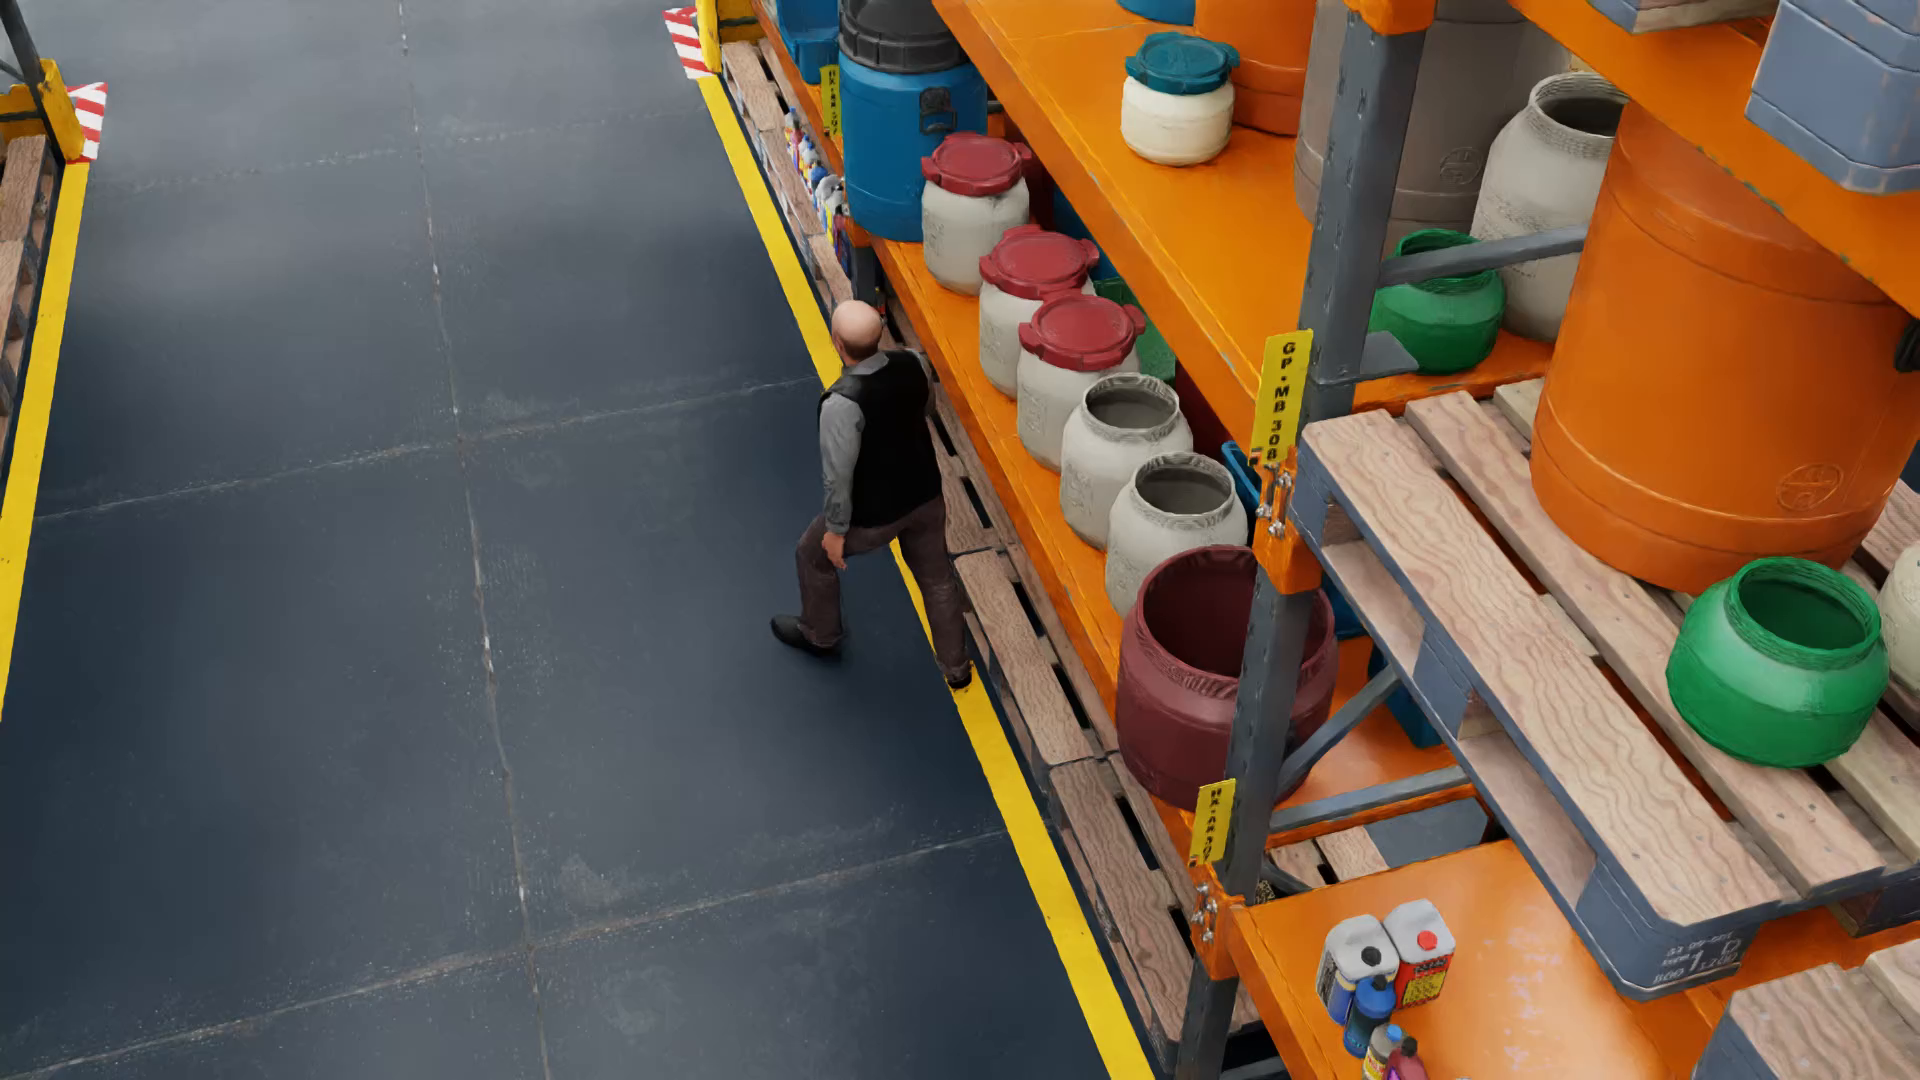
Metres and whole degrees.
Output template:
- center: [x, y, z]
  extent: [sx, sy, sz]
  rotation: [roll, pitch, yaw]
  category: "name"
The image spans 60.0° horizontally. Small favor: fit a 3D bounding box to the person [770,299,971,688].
- center: [-0.312, -0.159, 6.374]
  extent: [0.668, 1.668, 0.779]
  rotation: [-28, 49, -27]
  category: "person"
